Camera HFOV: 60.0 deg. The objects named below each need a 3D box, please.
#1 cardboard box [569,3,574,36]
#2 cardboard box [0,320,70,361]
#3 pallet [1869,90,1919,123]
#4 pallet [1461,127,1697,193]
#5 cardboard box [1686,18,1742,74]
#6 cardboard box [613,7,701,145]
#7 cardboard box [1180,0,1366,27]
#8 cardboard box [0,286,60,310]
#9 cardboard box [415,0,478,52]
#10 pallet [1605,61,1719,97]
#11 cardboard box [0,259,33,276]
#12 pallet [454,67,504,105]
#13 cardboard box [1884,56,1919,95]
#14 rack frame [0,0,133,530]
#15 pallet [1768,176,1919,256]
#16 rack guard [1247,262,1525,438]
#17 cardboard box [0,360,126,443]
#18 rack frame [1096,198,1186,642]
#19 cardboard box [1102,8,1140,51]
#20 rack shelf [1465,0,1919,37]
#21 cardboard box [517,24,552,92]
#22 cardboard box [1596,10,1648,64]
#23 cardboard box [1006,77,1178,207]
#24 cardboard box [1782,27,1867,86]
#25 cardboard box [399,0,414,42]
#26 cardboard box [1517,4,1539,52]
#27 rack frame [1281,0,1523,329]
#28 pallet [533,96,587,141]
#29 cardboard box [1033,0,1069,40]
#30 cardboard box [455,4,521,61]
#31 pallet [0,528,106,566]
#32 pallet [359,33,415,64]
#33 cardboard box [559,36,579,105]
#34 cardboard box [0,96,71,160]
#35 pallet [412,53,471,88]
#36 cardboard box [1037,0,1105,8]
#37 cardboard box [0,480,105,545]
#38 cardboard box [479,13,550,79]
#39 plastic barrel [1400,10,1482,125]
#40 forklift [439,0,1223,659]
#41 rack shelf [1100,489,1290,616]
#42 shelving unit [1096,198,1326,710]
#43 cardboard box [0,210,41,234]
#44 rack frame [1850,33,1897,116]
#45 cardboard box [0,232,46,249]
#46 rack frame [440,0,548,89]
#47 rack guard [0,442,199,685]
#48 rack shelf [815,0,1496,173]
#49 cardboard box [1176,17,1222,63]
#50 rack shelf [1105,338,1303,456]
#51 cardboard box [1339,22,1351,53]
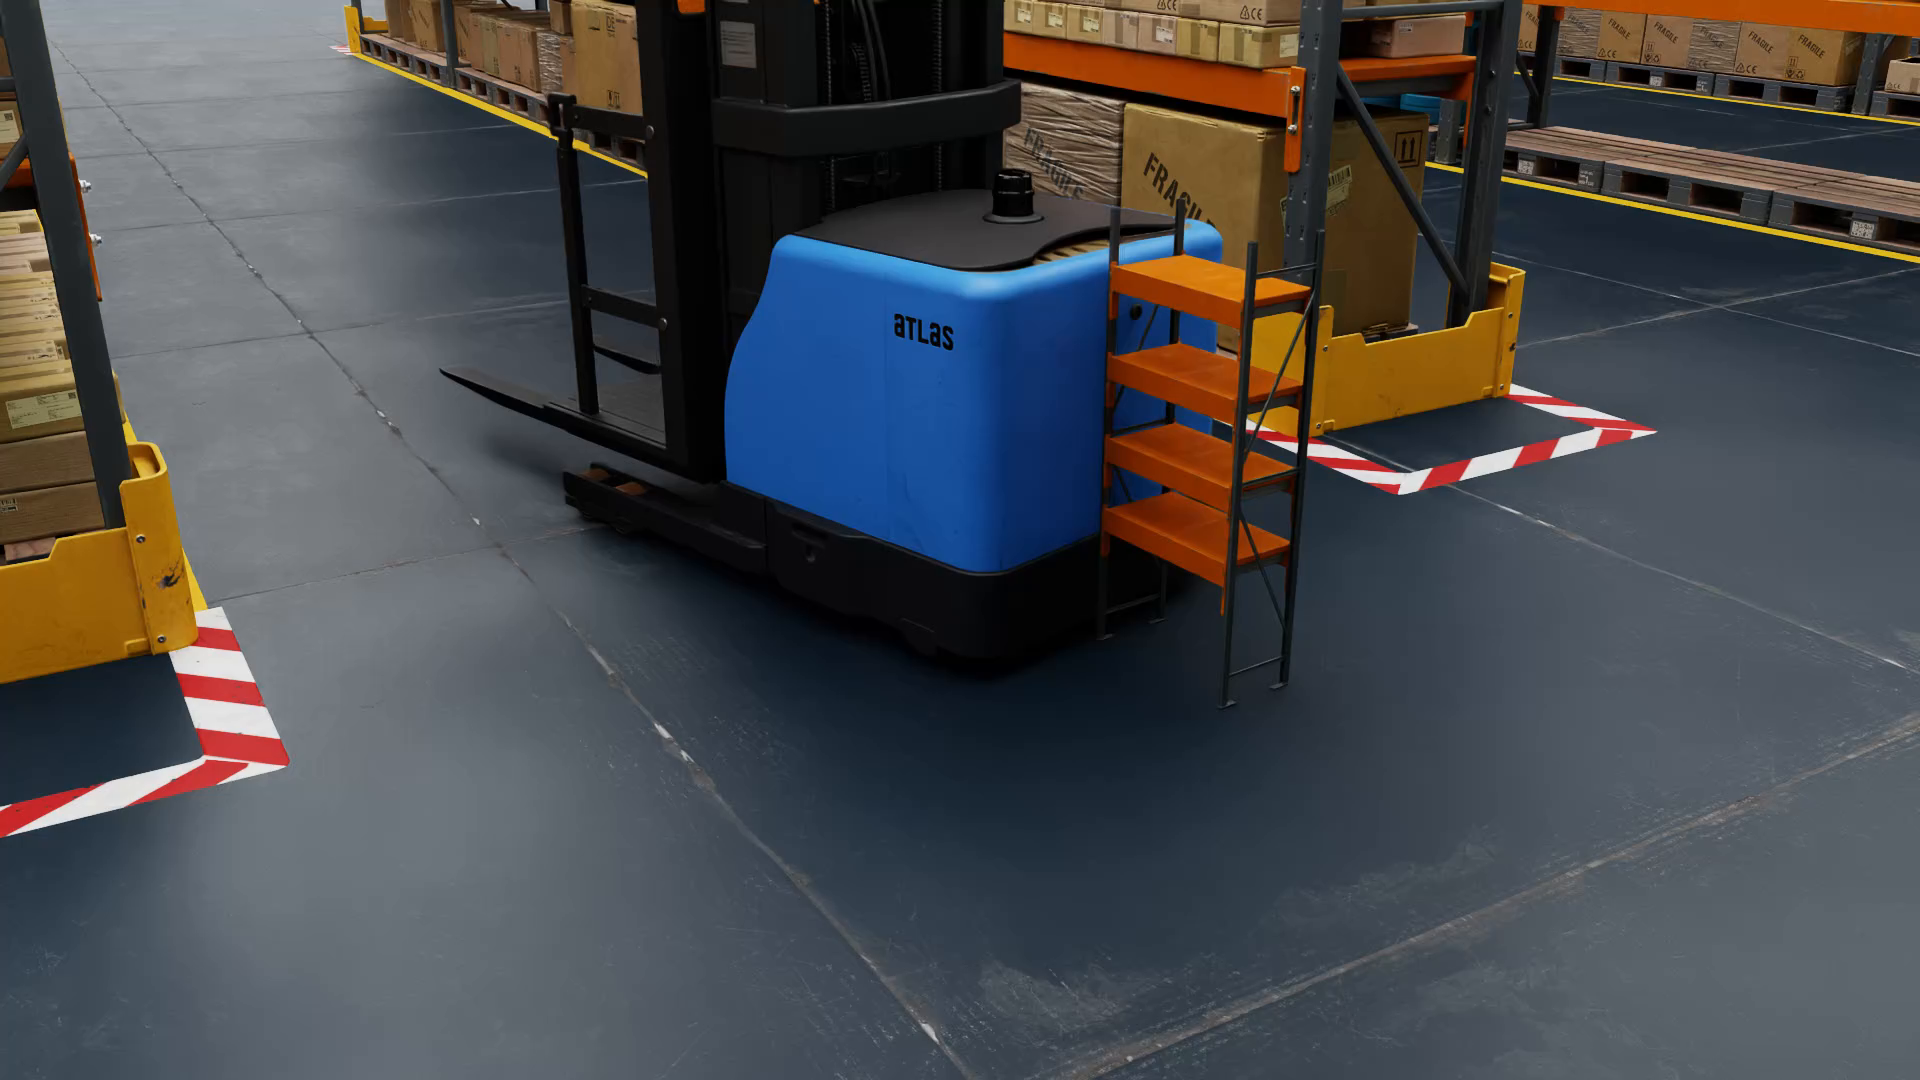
[{"bbox_3d":[-2.786,-4.133,13.236,0.500,0.250,0.500,-11,25,-26],"label":"cardboard box"},{"bbox_3d":[-2.886,-0.574,5.180,0.380,0.149,0.250,-13,25,-28],"label":"cardboard box"},{"bbox_3d":[8.493,-3.624,13.947,1.003,0.211,1.213,-13,25,-28],"label":"pallet"},{"bbox_3d":[4.292,-2.664,11.586,1.003,0.211,1.213,-13,25,-28],"label":"pallet"},{"bbox_3d":[7.144,-4.613,15.412,0.500,0.500,0.500,-12,25,-28],"label":"cardboard box"},{"bbox_3d":[-1.635,-3.222,11.518,1.225,0.875,0.875,-13,25,-28],"label":"cardboard box"},{"bbox_3d":[1.192,-2.113,6.331,0.500,0.250,0.500,-13,26,-29],"label":"cardboard box"},{"bbox_3d":[-3.217,-0.730,5.563,0.380,0.149,0.250,-12,25,-26],"label":"cardboard box"},{"bbox_3d":[-5.315,-5.367,17.294,0.500,0.500,0.500,-15,27,-33],"label":"cardboard box"},{"bbox_3d":[7.068,-4.498,16.097,1.003,0.211,1.213,-13,25,-28],"label":"pallet"},{"bbox_3d":[-3.523,-0.887,5.949,0.380,0.149,0.250,-13,25,-28],"label":"cardboard box"},{"bbox_3d":[-4.063,-4.280,15.561,1.003,0.211,1.213,-13,25,-28],"label":"pallet"},{"bbox_3d":[8.172,-3.919,13.956,0.500,0.311,0.500,-13,25,-28],"label":"cardboard box"},{"bbox_3d":[-2.647,-1.018,3.832,1.000,3.000,0.127,-13,25,-28],"label":"rack frame"},{"bbox_3d":[5.538,-1.874,9.643,1.003,0.211,1.213,-13,25,-28],"label":"pallet"},{"bbox_3d":[1.680,-0.773,6.550,1.175,0.500,0.348,-13,25,-28],"label":"rack guard"},{"bbox_3d":[-2.623,-0.402,4.756,0.380,0.149,0.250,-14,26,-31],"label":"cardboard box"},{"bbox_3d":[0.480,-0.300,4.457,0.240,1.200,0.015,-15,26,-32],"label":"rack frame"},{"bbox_3d":[0.814,-2.121,6.880,0.380,0.149,0.250,-12,25,-27],"label":"cardboard box"},{"bbox_3d":[4.905,-3.206,10.171,1.077,0.370,4.000,-13,25,-28],"label":"rack shelf"},{"bbox_3d":[-3.368,-4.147,14.266,0.700,0.500,0.500,-10,24,-24],"label":"cardboard box"},{"bbox_3d":[6.611,-4.945,16.229,0.500,0.500,0.500,-13,25,-29],"label":"cardboard box"},{"bbox_3d":[0.808,-1.636,7.616,0.875,0.875,0.875,-13,25,-28],"label":"cardboard box"},{"bbox_3d":[7.645,-4.289,14.614,0.500,0.500,0.500,-13,25,-29],"label":"cardboard box"},{"bbox_3d":[-5.865,-5.763,18.268,0.500,0.500,0.500,-6,23,-14],"label":"cardboard box"},{"bbox_3d":[6.087,-5.276,17.045,0.500,0.500,0.500,-11,25,-26],"label":"cardboard box"},{"bbox_3d":[1.668,-1.939,6.099,1.000,3.000,0.127,-13,25,-28],"label":"rack frame"},{"bbox_3d":[-2.816,-3.490,13.618,1.003,0.211,1.213,-13,25,-28],"label":"pallet"},{"bbox_3d":[0.547,-2.289,7.293,0.380,0.149,0.250,-13,25,-28],"label":"cardboard box"},{"bbox_3d":[-4.632,-4.997,16.385,0.500,0.500,0.500,-13,26,-30],"label":"cardboard box"},{"bbox_3d":[-3.071,-0.020,5.081,1.003,0.211,1.213,-13,25,-28],"label":"pallet"},{"bbox_3d":[-6.081,-5.532,18.642,1.003,0.211,1.213,-13,25,-28],"label":"pallet"},{"bbox_3d":[-2.778,-3.788,13.382,0.700,0.500,0.500,-14,26,-31],"label":"cardboard box"},{"bbox_3d":[-2.531,-1.069,4.292,0.380,0.149,0.250,-13,25,-29],"label":"cardboard box"},{"bbox_3d":[-4.835,-4.742,16.699,1.003,0.211,1.213,-13,25,-28],"label":"pallet"},{"bbox_3d":[0.674,-2.442,7.141,0.500,0.250,0.500,-14,26,-30],"label":"cardboard box"},{"bbox_3d":[-2.640,-0.123,4.858,0.380,0.149,0.250,-12,25,-27],"label":"cardboard box"},{"bbox_3d":[-3.939,-4.509,15.155,0.700,0.500,0.500,-13,25,-29],"label":"cardboard box"},{"bbox_3d":[3.620,-3.588,12.385,0.600,0.901,0.708,-13,25,-28],"label":"plastic barrel"},{"bbox_3d":[-0.661,-1.500,5.109,3.031,2.935,1.130,20,29,40],"label":"forklift"},{"bbox_3d":[0.620,0.021,4.372,0.258,0.148,0.480,-15,26,-32],"label":"rack shelf"},{"bbox_3d":[0.620,-0.225,4.272,0.258,1.200,0.503,-15,26,-32],"label":"shelving unit"},{"bbox_3d":[-3.987,-1.243,6.823,0.380,0.149,0.250,-13,25,-29],"label":"cardboard box"},{"bbox_3d":[8.143,-5.138,13.969,1.000,3.000,0.127,-13,25,-28],"label":"rack frame"},{"bbox_3d":[-3.704,-1.074,6.408,0.380,0.149,0.250,-14,26,-31],"label":"cardboard box"},{"bbox_3d":[-4.462,-5.824,15.656,1.000,3.000,0.127,-13,25,-28],"label":"rack frame"},{"bbox_3d":[-2.686,0.116,4.363,1.175,0.500,0.348,-13,25,-28],"label":"rack guard"},{"bbox_3d":[0.647,-2.253,7.827,1.077,0.370,4.000,-13,25,-28],"label":"rack shelf"},{"bbox_3d":[1.069,-1.958,6.480,0.380,0.149,0.250,-12,25,-28],"label":"cardboard box"},{"bbox_3d":[0.620,-0.370,4.213,0.258,0.148,0.480,-15,26,-32],"label":"rack shelf"},{"bbox_3d":[1.638,-2.084,6.788,0.380,0.149,0.250,-13,25,-29],"label":"cardboard box"}]
